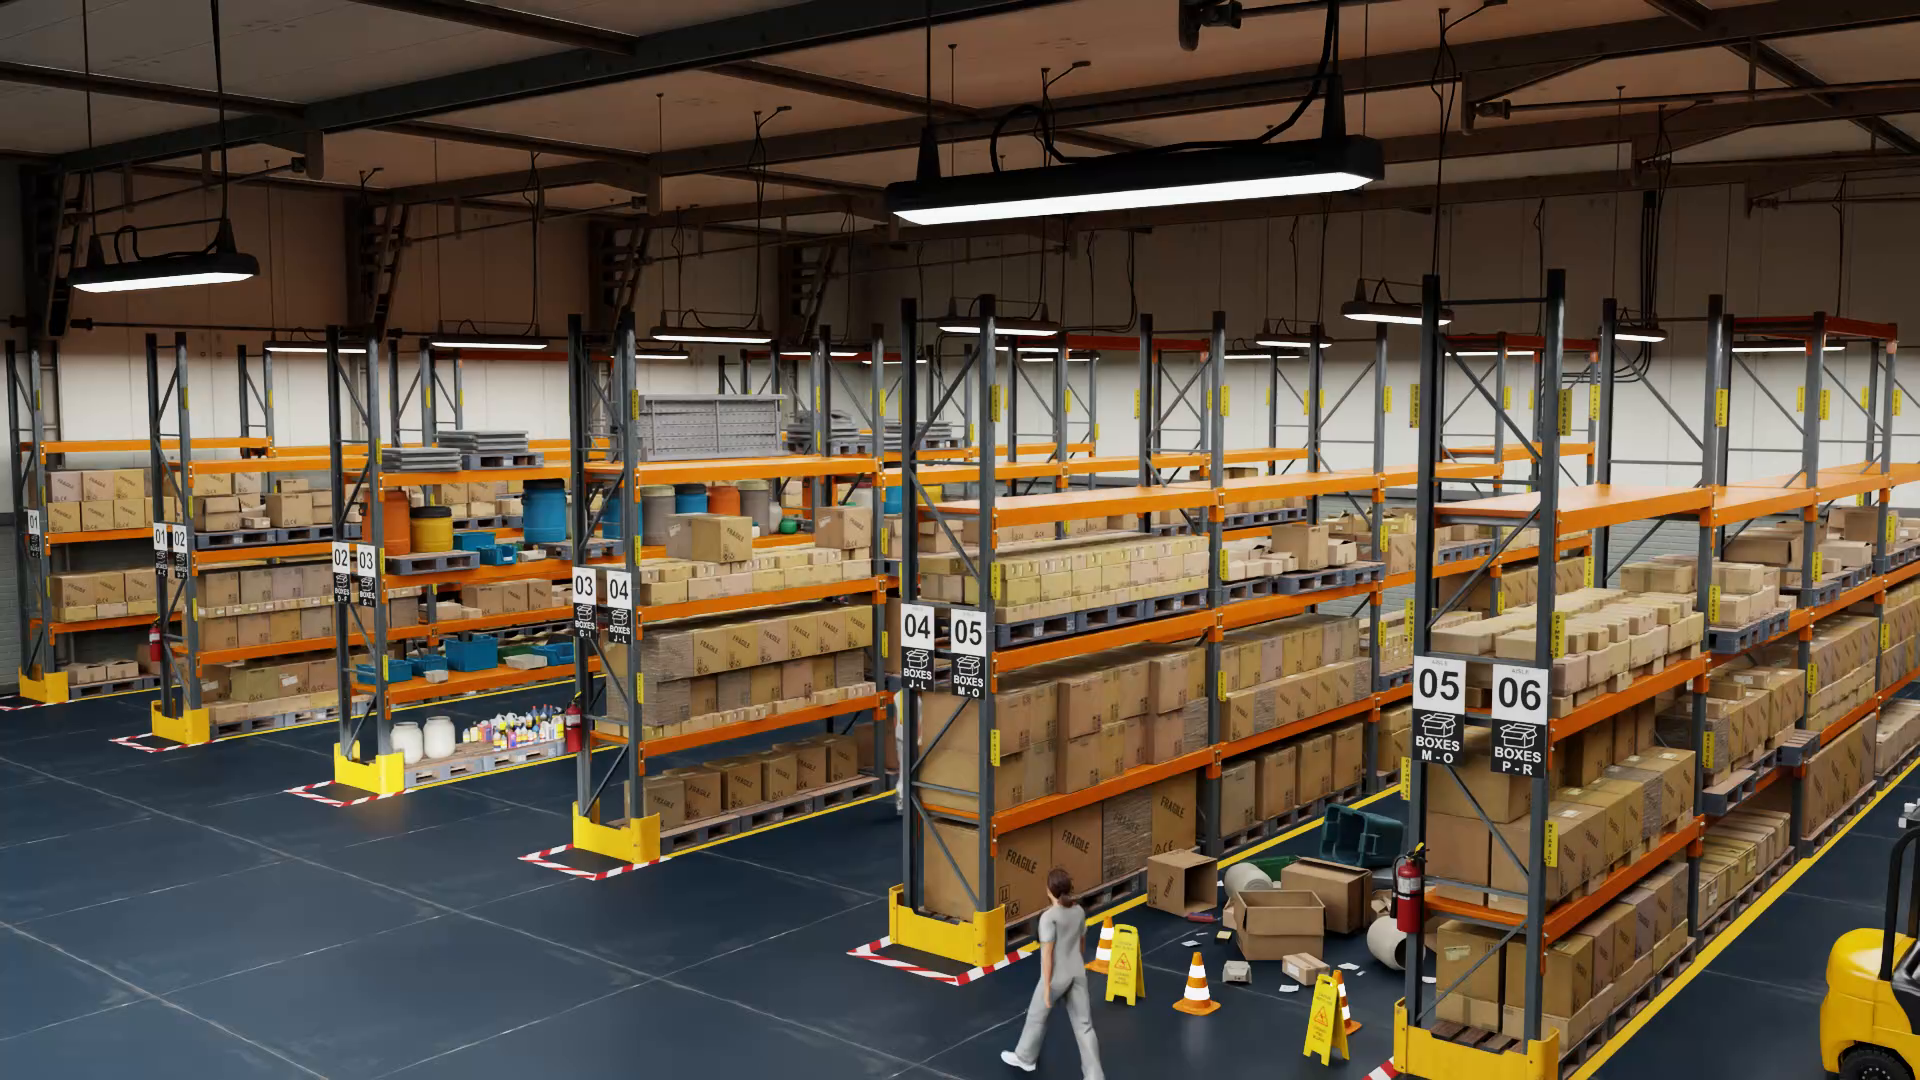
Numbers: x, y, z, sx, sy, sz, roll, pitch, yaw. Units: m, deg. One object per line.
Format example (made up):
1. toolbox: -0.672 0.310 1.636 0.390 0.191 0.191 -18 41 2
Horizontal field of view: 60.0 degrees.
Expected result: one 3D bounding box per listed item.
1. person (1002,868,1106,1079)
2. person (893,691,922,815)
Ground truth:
1. person: 0.729 3.229 12.351 0.489 1.599 1.025 -4 6 -36
2. person: -0.631 2.449 20.248 0.481 1.780 0.584 -4 6 -35
